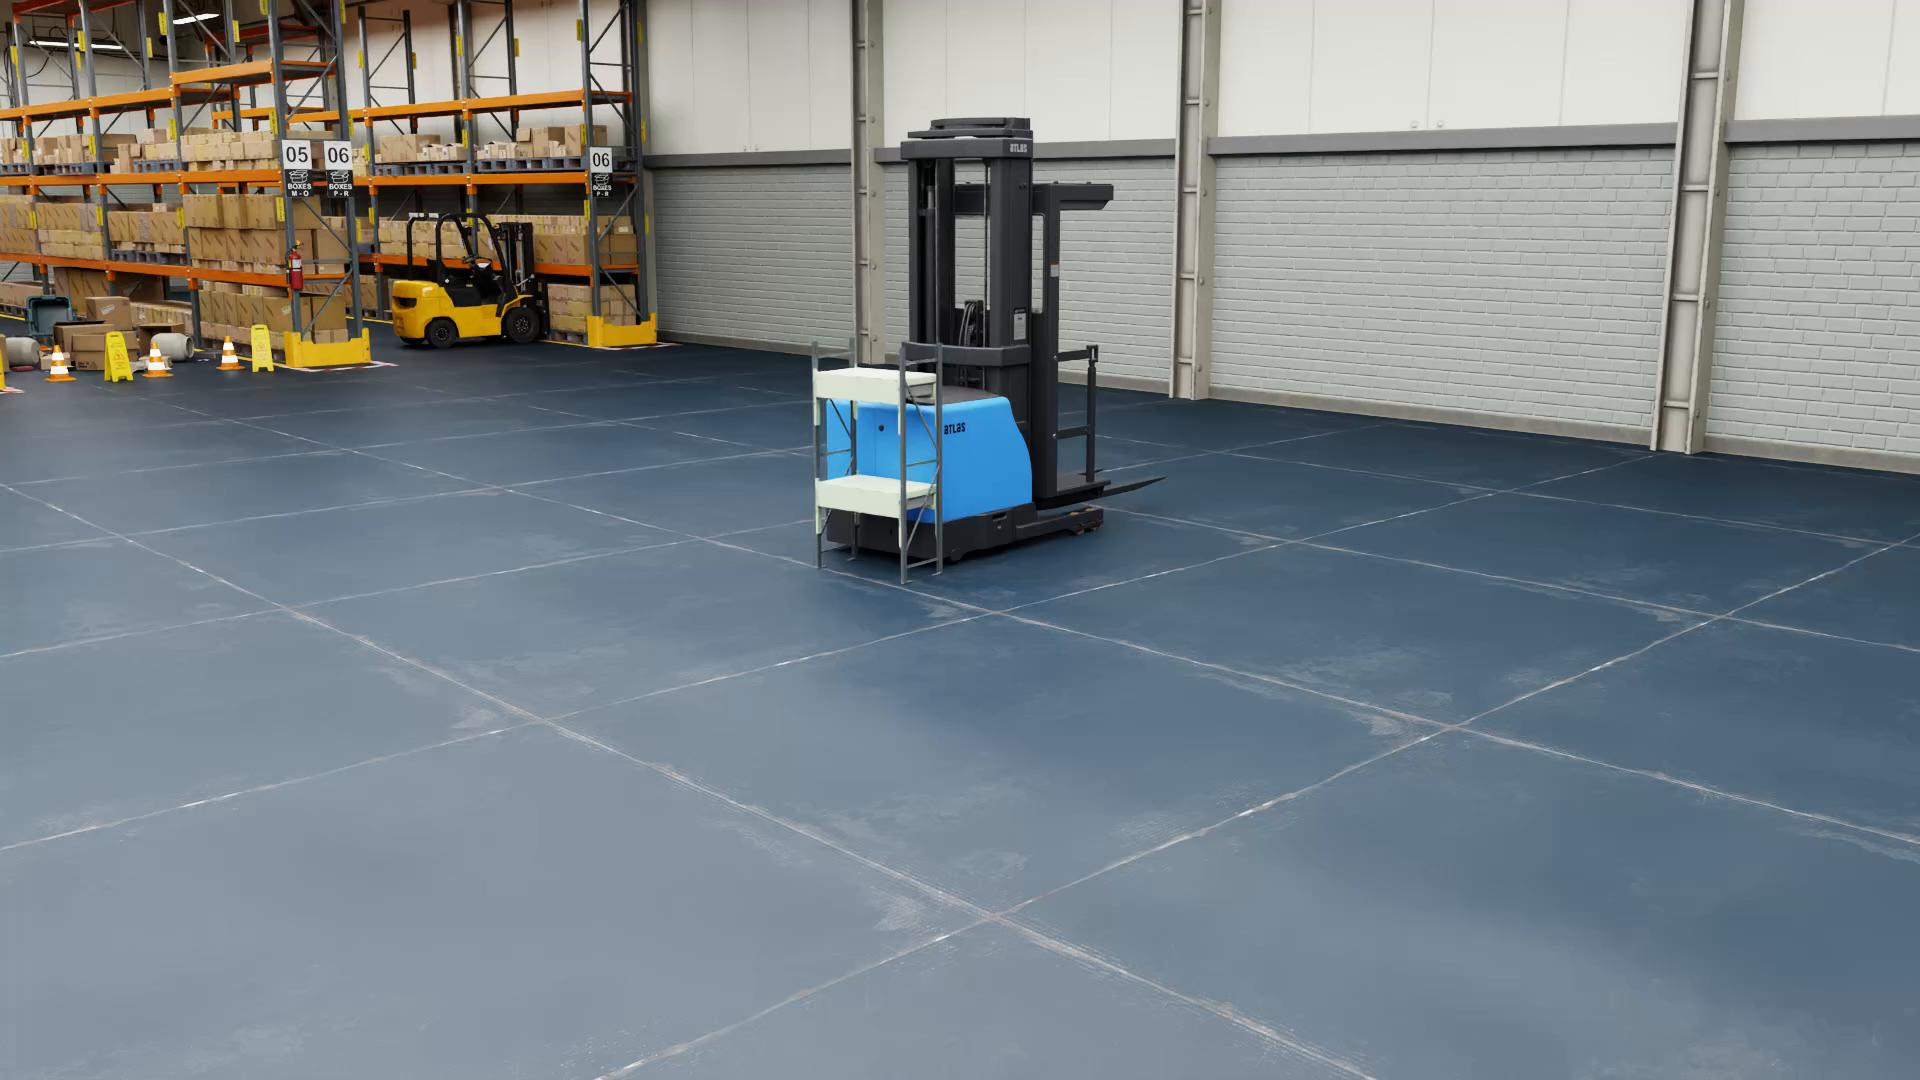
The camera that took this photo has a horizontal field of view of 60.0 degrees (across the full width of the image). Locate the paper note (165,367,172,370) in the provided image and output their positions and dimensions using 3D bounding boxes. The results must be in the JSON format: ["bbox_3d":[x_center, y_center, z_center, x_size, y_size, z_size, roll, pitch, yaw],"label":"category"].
[{"bbox_3d":[-11.326,-2.453,23.742,0.142,0.019,0.148,6,13,26],"label":"paper note"}]

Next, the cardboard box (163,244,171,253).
[{"bbox_3d":[-12.924,-4.823,27.471,0.380,0.149,0.250,-11,16,-43],"label":"cardboard box"}]

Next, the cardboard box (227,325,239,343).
[{"bbox_3d":[-11.039,-3.212,25.843,0.500,0.250,0.500,-11,16,-43],"label":"cardboard box"}]

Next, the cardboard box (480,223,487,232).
[{"bbox_3d":[-8.379,-5.606,29.834,0.380,0.149,0.250,-11,16,-43],"label":"cardboard box"}]

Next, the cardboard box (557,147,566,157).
[{"bbox_3d":[-6.438,-6.418,27.531,0.250,0.149,0.380,11,16,44],"label":"cardboard box"}]

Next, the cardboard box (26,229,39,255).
[{"bbox_3d":[-18.026,-5.879,32.766,0.500,0.500,0.500,-11,16,-42],"label":"cardboard box"}]

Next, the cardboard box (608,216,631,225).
[{"bbox_3d":[-5.724,-5.330,27.756,0.380,0.149,0.250,-11,16,-44],"label":"cardboard box"}]

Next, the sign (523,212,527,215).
[{"bbox_3d":[-8.008,-5.863,30.594,0.100,0.325,0.005,-11,16,-43],"label":"sign"}]

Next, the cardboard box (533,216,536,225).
[{"bbox_3d":[-7.110,-5.497,28.568,0.380,0.149,0.250,-11,16,-42],"label":"cardboard box"}]

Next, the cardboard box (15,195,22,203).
[{"bbox_3d":[-18.619,-6.812,33.210,0.380,0.149,0.250,-11,16,-43],"label":"cardboard box"}]

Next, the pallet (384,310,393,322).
[{"bbox_3d":[-10.631,-4.415,32.818,1.003,0.211,1.213,-11,16,-43],"label":"pallet"}]

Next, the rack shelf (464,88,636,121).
[{"bbox_3d":[-7.027,-7.421,28.404,1.077,0.370,4.000,-11,16,-43],"label":"rack shelf"}]

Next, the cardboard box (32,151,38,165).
[{"bbox_3d":[-17.428,-7.285,31.697,0.396,0.266,0.258,-11,16,-43],"label":"cardboard box"}]

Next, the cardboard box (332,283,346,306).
[{"bbox_3d":[-12.692,-5.143,34.596,0.500,0.500,0.500,11,16,43],"label":"cardboard box"}]

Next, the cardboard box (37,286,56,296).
[{"bbox_3d":[-17.877,-4.855,33.354,0.875,0.438,0.875,-11,16,-43],"label":"cardboard box"}]

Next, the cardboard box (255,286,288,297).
[{"bbox_3d":[-10.278,-3.715,24.819,0.380,0.149,0.250,-10,15,-41],"label":"cardboard box"}]

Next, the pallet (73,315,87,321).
[{"bbox_3d":[-16.087,-4.152,31.541,1.003,0.211,1.213,-11,16,-43],"label":"pallet"}]

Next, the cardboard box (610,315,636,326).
[{"bbox_3d":[-5.844,-3.697,28.195,0.500,0.250,0.500,-11,16,-42],"label":"cardboard box"}]

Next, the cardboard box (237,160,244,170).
[{"bbox_3d":[-10.547,-5.597,24.832,0.250,0.149,0.380,11,16,44],"label":"cardboard box"}]

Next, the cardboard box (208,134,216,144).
[{"bbox_3d":[-11.268,-6.131,25.448,0.250,0.149,0.380,11,16,43],"label":"cardboard box"}]

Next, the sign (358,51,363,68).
[{"bbox_3d":[-11.557,-9.264,32.065,0.100,0.325,0.005,-11,16,-43],"label":"sign"}]

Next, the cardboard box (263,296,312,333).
[{"bbox_3d":[-9.976,-3.354,24.670,0.500,0.500,0.500,-11,16,-42],"label":"cardboard box"}]

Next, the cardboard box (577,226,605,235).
[{"bbox_3d":[-6.088,-5.117,27.460,0.380,0.149,0.250,-11,16,-42],"label":"cardboard box"}]

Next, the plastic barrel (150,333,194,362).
[{"bbox_3d":[-11.755,-2.875,24.819,0.512,0.421,0.421,-1,12,-4],"label":"plastic barrel"}]

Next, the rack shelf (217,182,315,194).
[{"bbox_3d":[-15.315,-7.899,37.167,1.077,0.370,4.000,-11,16,-43],"label":"rack shelf"}]

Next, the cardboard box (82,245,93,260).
[{"bbox_3d":[-15.660,-5.251,30.336,0.500,0.250,0.500,-11,16,-42],"label":"cardboard box"}]

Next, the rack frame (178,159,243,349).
[{"bbox_3d":[-11.996,-4.630,26.953,1.000,3.000,0.127,-11,16,-43],"label":"rack frame"}]

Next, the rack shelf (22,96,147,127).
[{"bbox_3d":[-16.140,-7.896,30.711,1.077,0.370,4.000,-11,16,-43],"label":"rack shelf"}]

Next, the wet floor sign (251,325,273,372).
[{"bbox_3d":[-9.876,-2.717,23.499,0.267,0.644,0.232,-5,13,-23],"label":"wet floor sign"}]

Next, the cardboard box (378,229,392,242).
[{"bbox_3d":[-11.059,-5.976,32.615,0.500,0.250,0.500,-11,16,-43],"label":"cardboard box"}]

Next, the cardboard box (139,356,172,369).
[{"bbox_3d":[-11.599,-2.560,23.969,0.380,0.149,0.250,-3,12,-13],"label":"cardboard box"}]

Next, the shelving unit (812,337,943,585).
[{"bbox_3d":[-0.534,-0.530,10.765,0.755,1.500,0.431,9,15,37],"label":"shelving unit"}]

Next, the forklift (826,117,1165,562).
[{"bbox_3d":[0.407,-1.532,12.085,1.130,2.935,3.031,10,15,39],"label":"forklift"}]

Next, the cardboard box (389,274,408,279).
[{"bbox_3d":[-11.470,-5.368,34.077,0.380,0.149,0.250,-10,15,-41],"label":"cardboard box"}]

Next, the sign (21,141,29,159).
[{"bbox_3d":[-17.921,-7.482,31.881,0.100,0.325,0.005,-11,16,-43],"label":"sign"}]

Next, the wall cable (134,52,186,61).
[{"bbox_3d":[-19.667,-13.738,42.511,2.988,3.039,0.133,-11,16,-43],"label":"wall cable"}]

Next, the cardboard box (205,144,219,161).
[{"bbox_3d":[-11.191,-5.921,25.416,0.500,0.250,0.500,-11,16,-42],"label":"cardboard box"}]

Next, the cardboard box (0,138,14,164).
[{"bbox_3d":[-18.999,-7.839,33.559,0.500,0.500,0.500,-11,16,-42],"label":"cardboard box"}]

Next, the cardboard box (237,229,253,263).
[{"bbox_3d":[-10.493,-4.429,24.992,0.500,0.500,0.500,-11,16,-43],"label":"cardboard box"}]

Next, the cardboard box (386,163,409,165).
[{"bbox_3d":[-11.251,-7.584,33.239,0.380,0.149,0.250,-11,16,-42],"label":"cardboard box"}]

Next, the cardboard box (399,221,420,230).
[{"bbox_3d":[-10.593,-6.076,32.116,0.380,0.149,0.250,-11,16,-42],"label":"cardboard box"}]

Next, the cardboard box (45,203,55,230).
[{"bbox_3d":[-17.053,-6.162,31.661,0.500,0.500,0.500,-11,16,-43],"label":"cardboard box"}]

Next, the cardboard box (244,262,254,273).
[{"bbox_3d":[-10.581,-4.125,25.124,0.380,0.149,0.250,-11,16,-43],"label":"cardboard box"}]

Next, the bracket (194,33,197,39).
[{"bbox_3d":[-18.449,-12.305,40.418,0.235,0.232,0.430,-11,16,-43],"label":"bracket"}]

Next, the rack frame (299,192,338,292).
[{"bbox_3d":[-13.933,-6.490,35.980,1.000,3.000,0.127,-11,16,-43],"label":"rack frame"}]

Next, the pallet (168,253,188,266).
[{"bbox_3d":[-12.419,-4.668,27.612,1.003,0.211,1.213,-11,16,-43],"label":"pallet"}]

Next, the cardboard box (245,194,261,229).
[{"bbox_3d":[-10.088,-4.850,24.556,0.700,0.500,0.500,-11,16,-42],"label":"cardboard box"}]

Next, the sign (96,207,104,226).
[{"bbox_3d":[-15.158,-5.703,29.292,0.100,0.325,0.005,-11,16,-43],"label":"sign"}]

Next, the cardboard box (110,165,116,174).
[{"bbox_3d":[-14.664,-6.491,29.171,0.380,0.149,0.250,-11,16,-43],"label":"cardboard box"}]
